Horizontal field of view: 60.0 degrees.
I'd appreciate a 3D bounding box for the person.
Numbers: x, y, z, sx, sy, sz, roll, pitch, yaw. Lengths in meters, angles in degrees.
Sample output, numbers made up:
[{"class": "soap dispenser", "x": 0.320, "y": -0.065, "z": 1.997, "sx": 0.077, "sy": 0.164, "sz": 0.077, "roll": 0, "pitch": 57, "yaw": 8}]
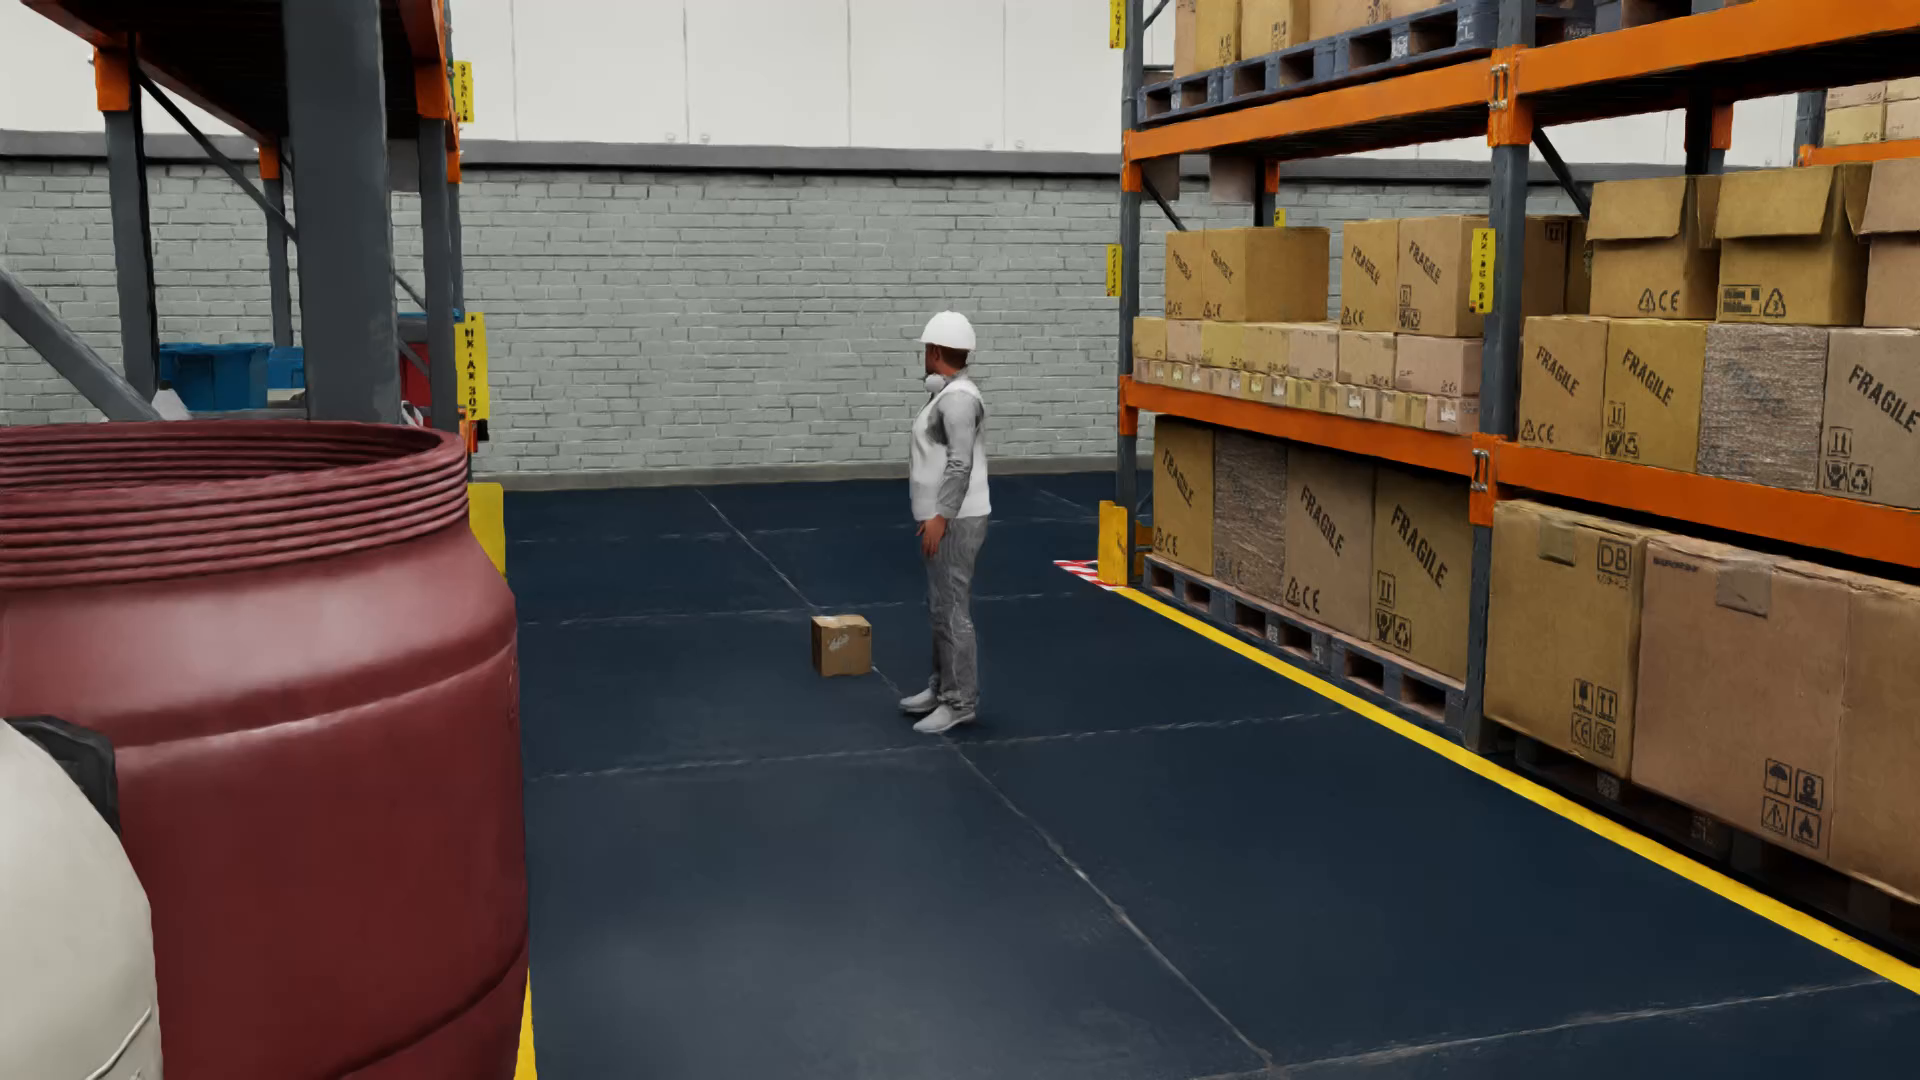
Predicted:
[{"class": "person", "x": -0.070, "y": -0.084, "z": 7.279, "sx": 0.415, "sy": 1.818, "sz": 0.587, "roll": 0, "pitch": 9, "yaw": -1}]
